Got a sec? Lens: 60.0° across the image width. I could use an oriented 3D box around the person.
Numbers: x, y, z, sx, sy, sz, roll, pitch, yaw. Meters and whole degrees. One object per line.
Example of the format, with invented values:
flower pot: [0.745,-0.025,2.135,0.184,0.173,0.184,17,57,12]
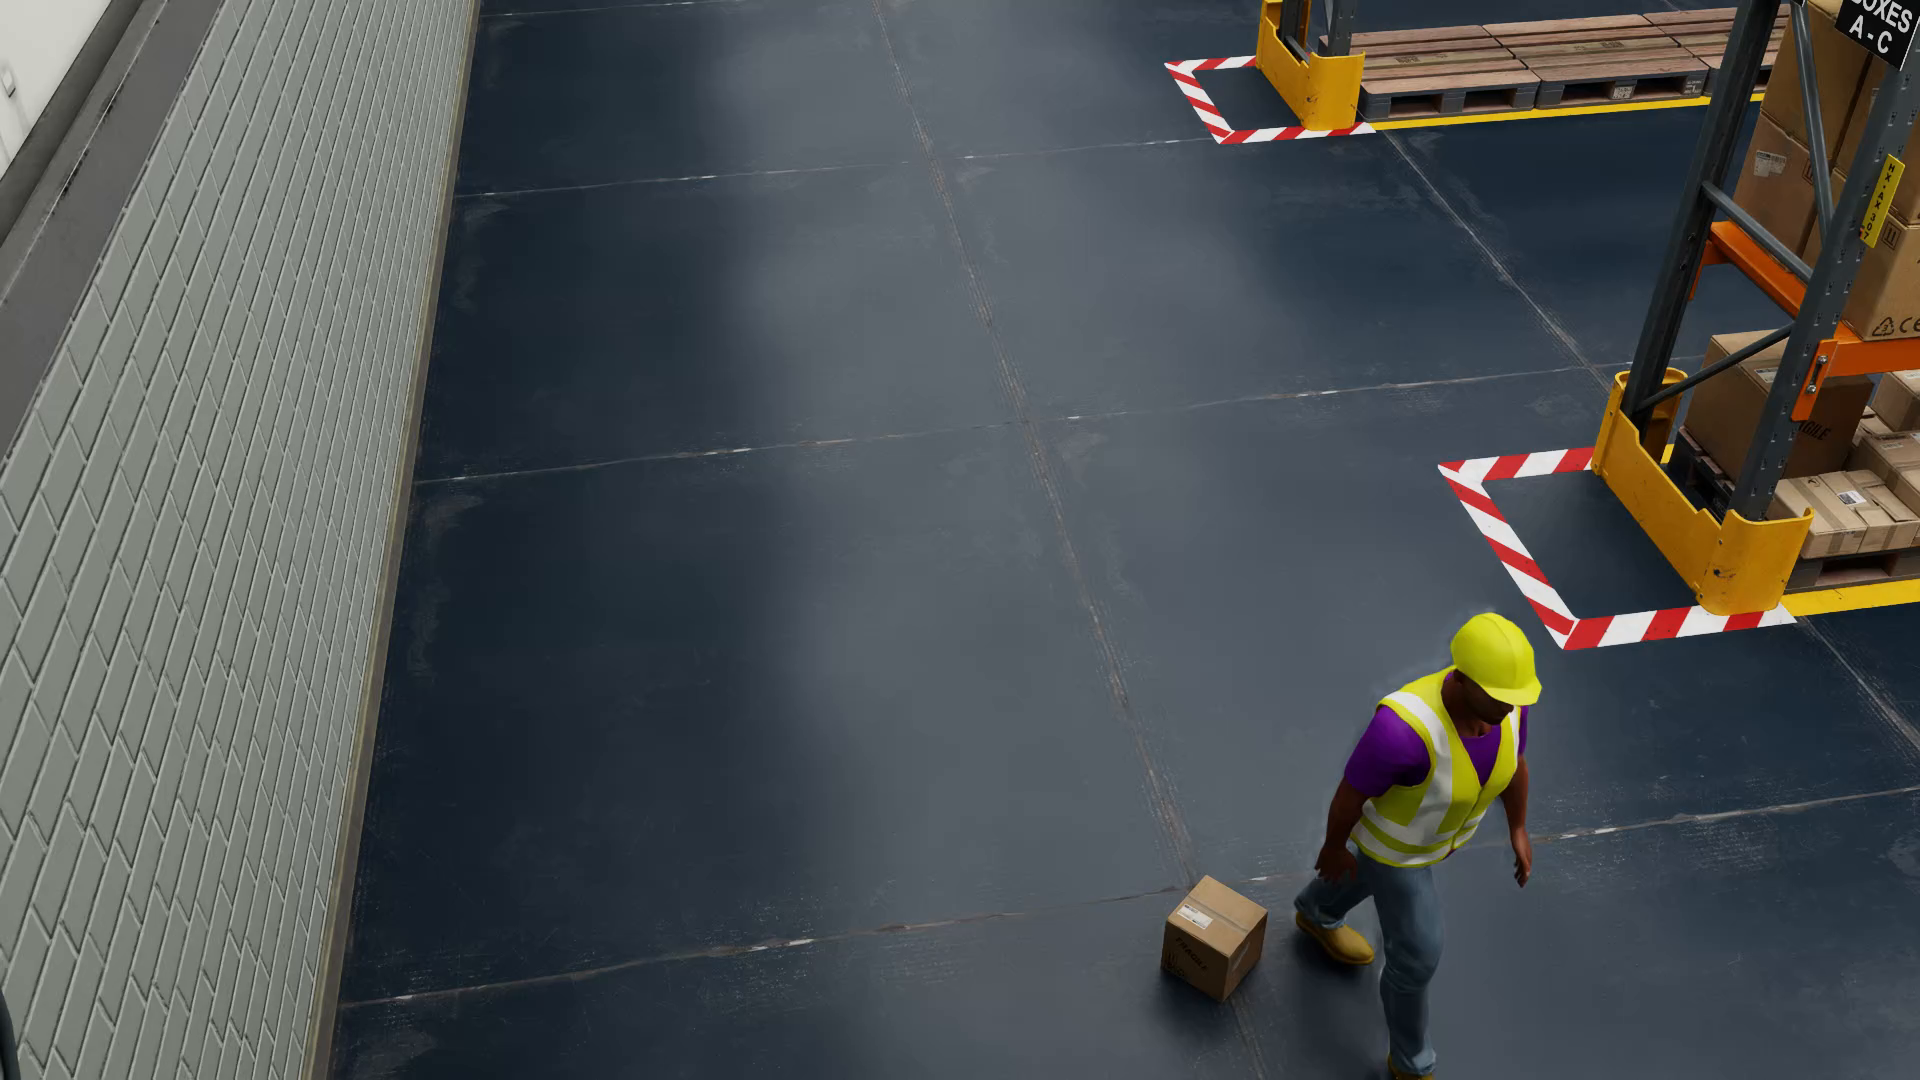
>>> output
person: [1.396,0.899,5.015,0.600,1.777,0.880,-24,44,-27]
